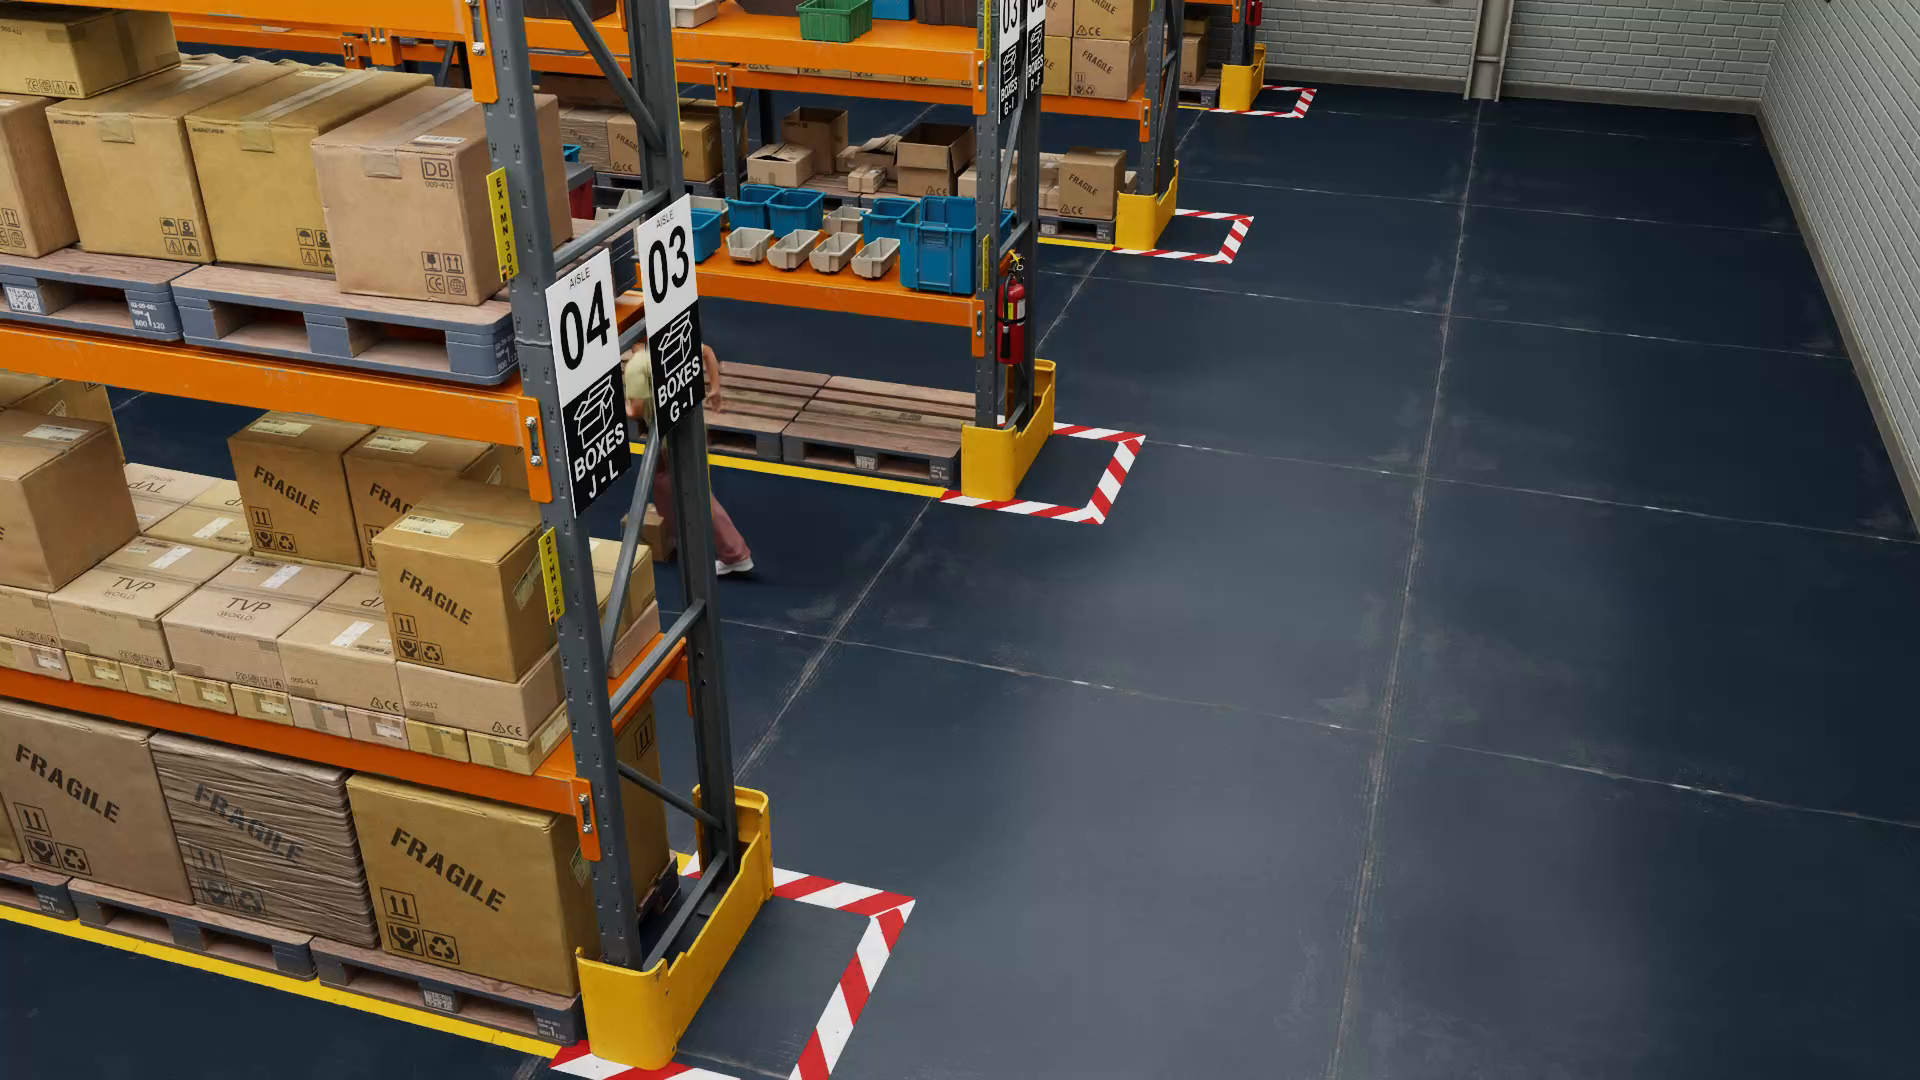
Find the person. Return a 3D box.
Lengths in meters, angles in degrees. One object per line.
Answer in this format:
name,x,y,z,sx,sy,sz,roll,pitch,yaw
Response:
person,-1.629,-0.489,9.660,0.908,1.367,0.573,6,30,10
